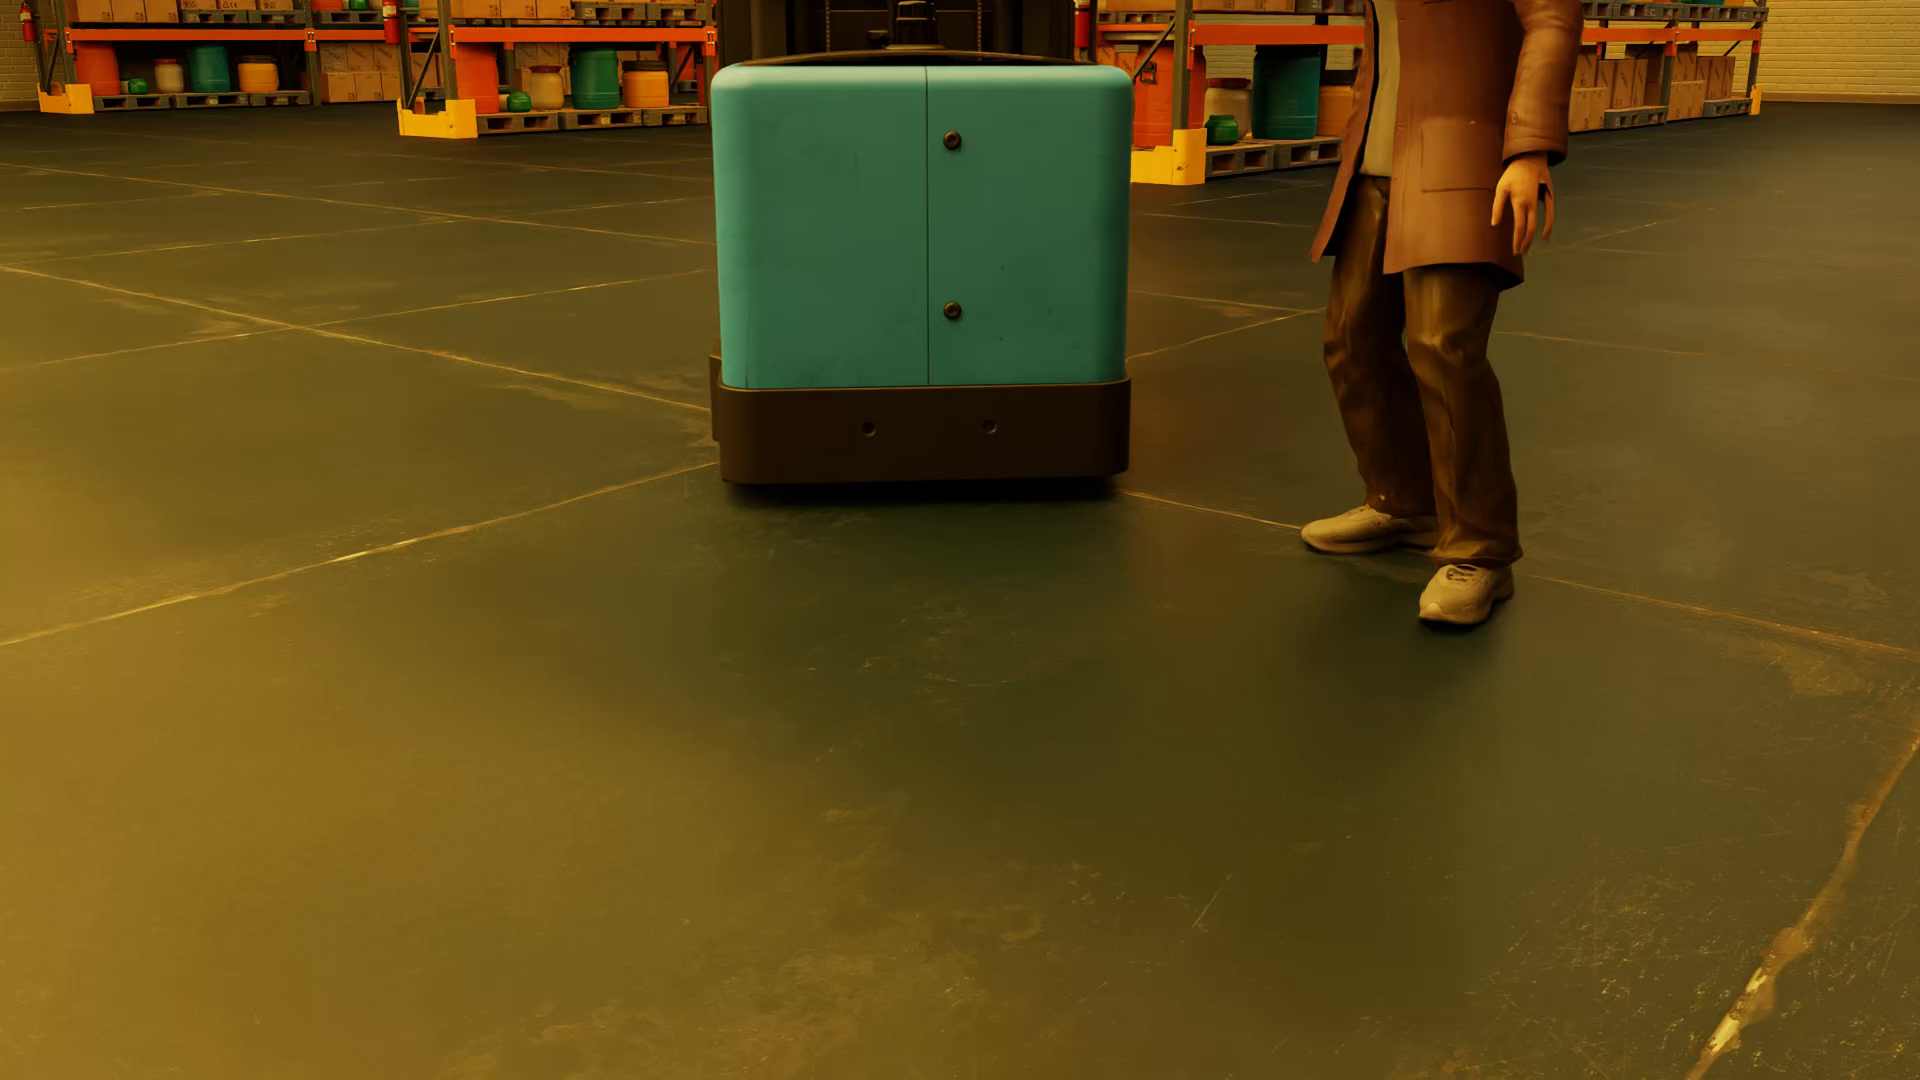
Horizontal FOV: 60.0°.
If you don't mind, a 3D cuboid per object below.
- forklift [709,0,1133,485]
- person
[{"bbox_3d":[-0.218,-1.920,5.220,1.130,2.935,3.031,-2,17,-5],"label":"forklift"},{"bbox_3d":[0.998,-0.782,3.515,0.422,1.751,0.878,-6,18,-18],"label":"person"}]
